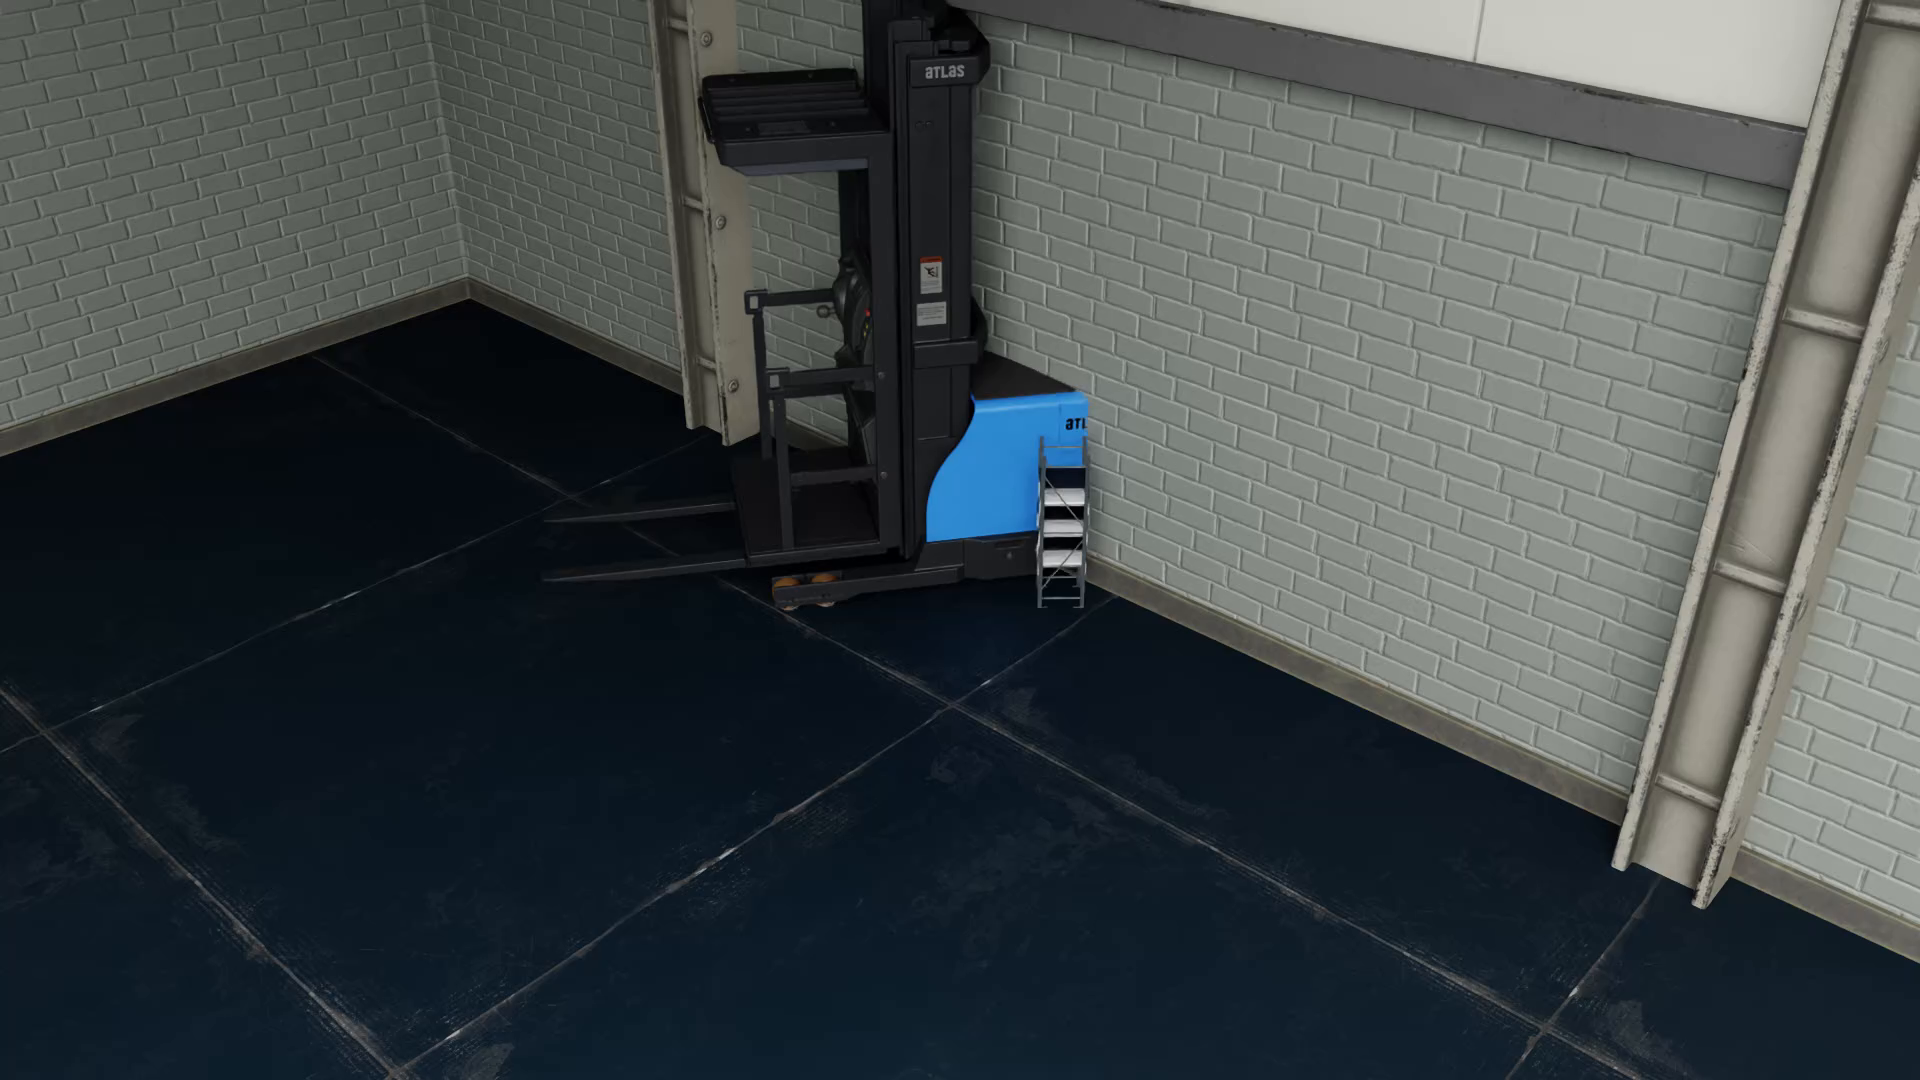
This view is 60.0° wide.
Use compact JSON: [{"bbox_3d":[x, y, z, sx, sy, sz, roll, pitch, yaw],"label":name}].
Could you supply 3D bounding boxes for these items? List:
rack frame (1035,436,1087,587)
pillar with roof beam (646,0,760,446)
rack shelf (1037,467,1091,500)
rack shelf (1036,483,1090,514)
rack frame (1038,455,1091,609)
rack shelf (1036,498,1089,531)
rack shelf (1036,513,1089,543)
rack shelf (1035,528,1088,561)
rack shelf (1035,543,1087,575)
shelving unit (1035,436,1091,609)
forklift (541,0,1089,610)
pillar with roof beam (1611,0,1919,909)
[{"bbox_3d":[0.520,-0.136,8.604,0.240,0.900,0.006,0,31,-1],"label":"rack frame"},{"bbox_3d":[-4.358,-2.910,5.358,0.400,9.000,9.100,25,39,35],"label":"pillar with roof beam"},{"bbox_3d":[0.522,-0.286,8.394,0.258,0.077,0.200,0,31,-1],"label":"rack shelf"},{"bbox_3d":[0.522,-0.209,8.441,0.258,0.077,0.200,0,31,-1],"label":"rack shelf"},{"bbox_3d":[0.524,-0.031,8.429,0.240,0.900,0.006,0,31,-1],"label":"rack frame"},{"bbox_3d":[0.522,-0.132,8.487,0.258,0.077,0.200,0,31,-1],"label":"rack shelf"},{"bbox_3d":[0.522,-0.055,8.534,0.258,0.077,0.200,0,31,-1],"label":"rack shelf"},{"bbox_3d":[0.522,0.022,8.580,0.258,0.077,0.200,0,31,-1],"label":"rack shelf"},{"bbox_3d":[0.522,0.099,8.626,0.258,0.077,0.200,0,31,-1],"label":"rack shelf"},{"bbox_3d":[0.522,-0.084,8.516,0.258,0.900,0.210,0,31,-1],"label":"shelving unit"},{"bbox_3d":[-0.720,-1.188,8.382,3.031,2.935,1.130,-6,32,-10],"label":"forklift"},{"bbox_3d":[0.090,-0.833,1.909,0.400,9.000,9.100,25,39,35],"label":"pillar with roof beam"}]
